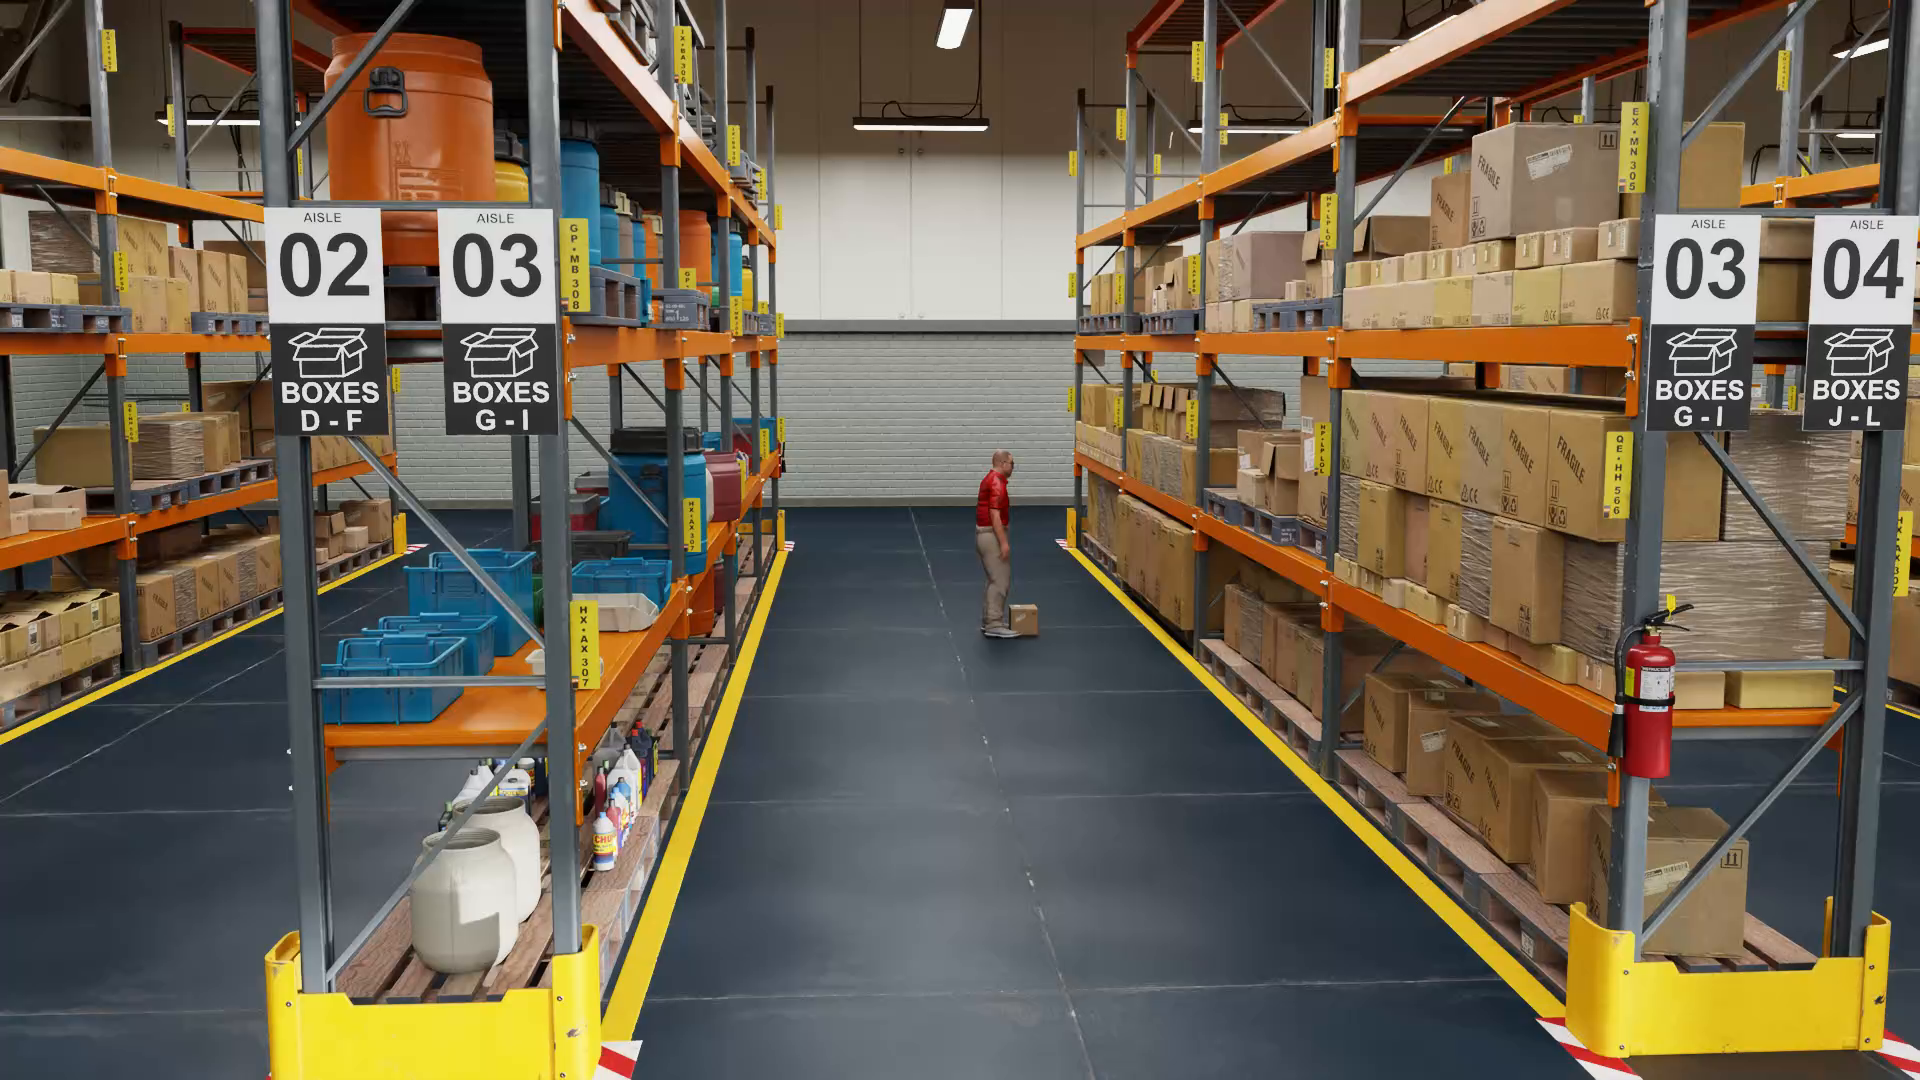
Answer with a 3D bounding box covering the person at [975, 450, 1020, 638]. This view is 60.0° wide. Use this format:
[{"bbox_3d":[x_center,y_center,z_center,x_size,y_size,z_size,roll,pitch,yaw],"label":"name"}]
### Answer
[{"bbox_3d":[0.347,0.022,15.611,0.389,1.727,0.606,-1,7,-7],"label":"person"}]
